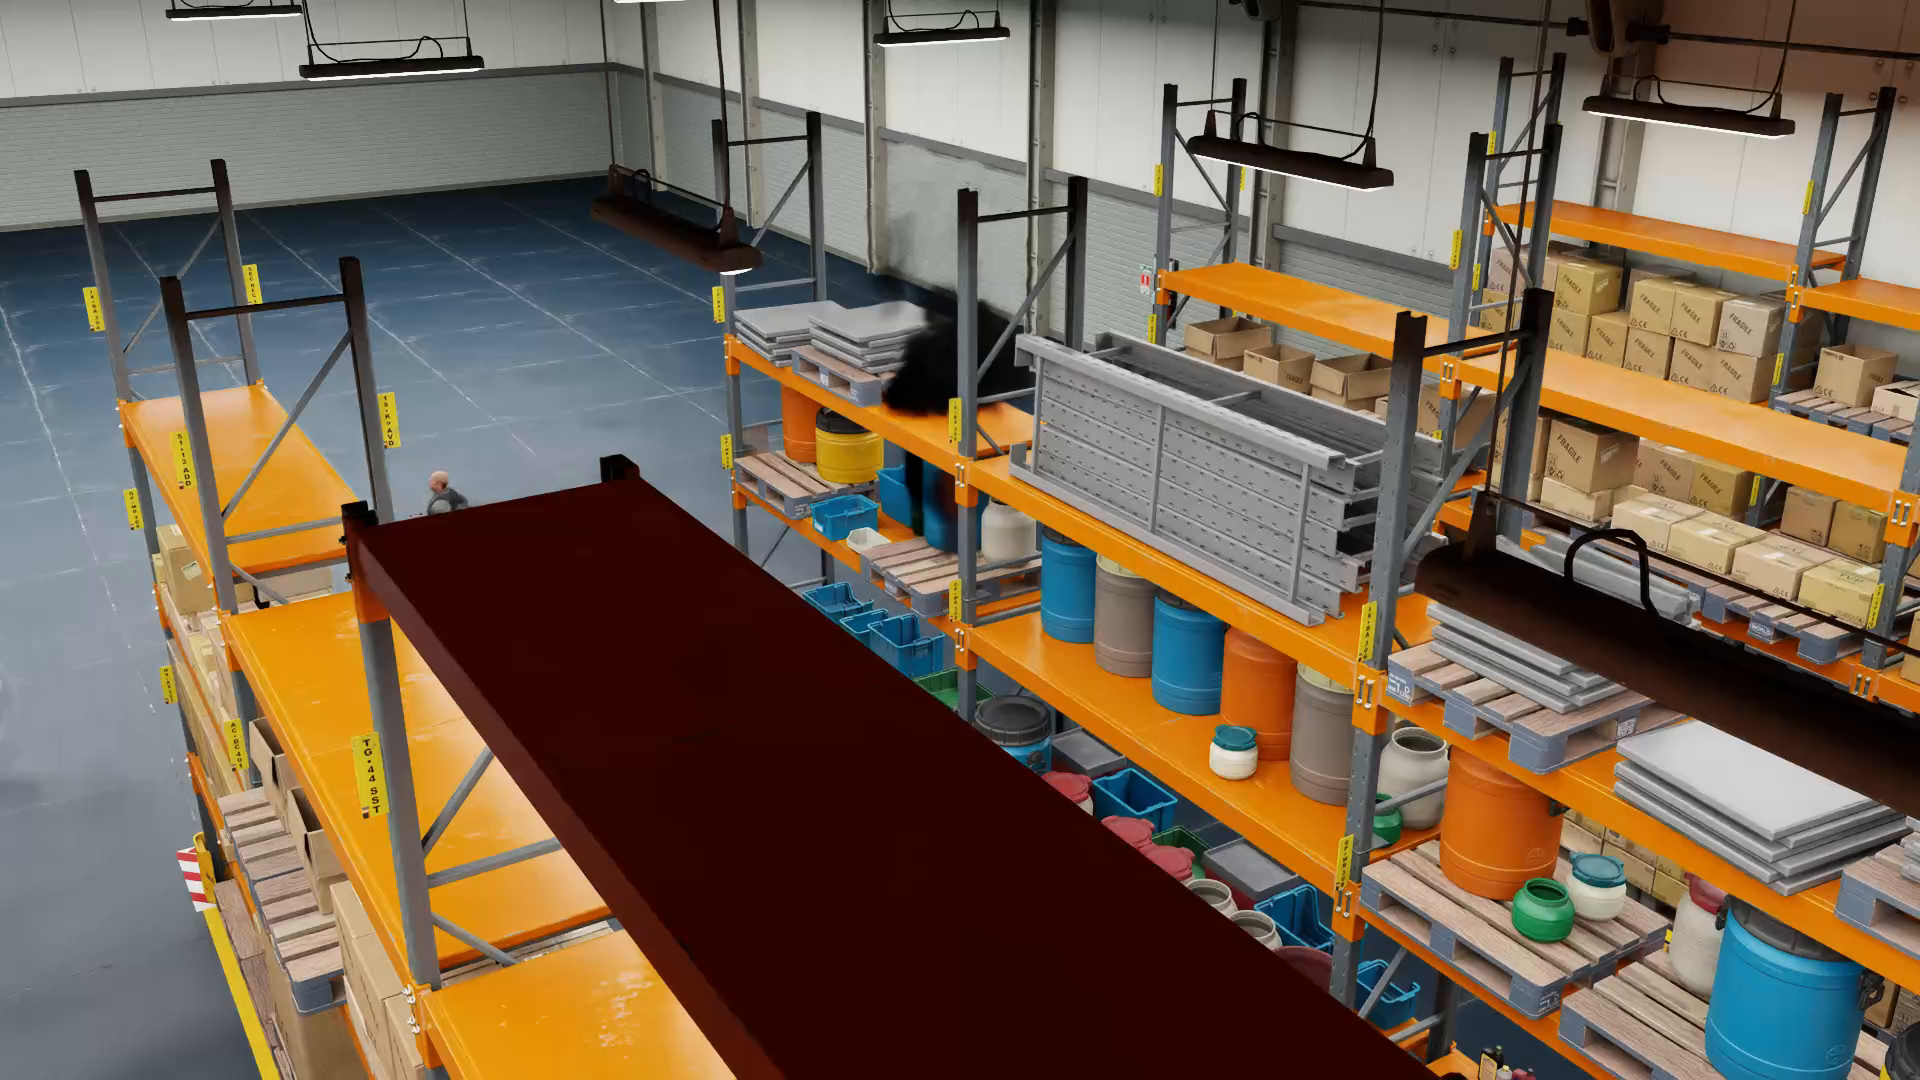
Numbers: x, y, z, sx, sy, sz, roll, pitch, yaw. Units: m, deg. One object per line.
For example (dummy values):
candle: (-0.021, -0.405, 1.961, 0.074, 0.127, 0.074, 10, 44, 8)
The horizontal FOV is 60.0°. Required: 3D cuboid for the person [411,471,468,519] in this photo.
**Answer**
person: (-5.927, 0.007, 19.063, 0.642, 1.695, 0.643, -6, 23, -14)
